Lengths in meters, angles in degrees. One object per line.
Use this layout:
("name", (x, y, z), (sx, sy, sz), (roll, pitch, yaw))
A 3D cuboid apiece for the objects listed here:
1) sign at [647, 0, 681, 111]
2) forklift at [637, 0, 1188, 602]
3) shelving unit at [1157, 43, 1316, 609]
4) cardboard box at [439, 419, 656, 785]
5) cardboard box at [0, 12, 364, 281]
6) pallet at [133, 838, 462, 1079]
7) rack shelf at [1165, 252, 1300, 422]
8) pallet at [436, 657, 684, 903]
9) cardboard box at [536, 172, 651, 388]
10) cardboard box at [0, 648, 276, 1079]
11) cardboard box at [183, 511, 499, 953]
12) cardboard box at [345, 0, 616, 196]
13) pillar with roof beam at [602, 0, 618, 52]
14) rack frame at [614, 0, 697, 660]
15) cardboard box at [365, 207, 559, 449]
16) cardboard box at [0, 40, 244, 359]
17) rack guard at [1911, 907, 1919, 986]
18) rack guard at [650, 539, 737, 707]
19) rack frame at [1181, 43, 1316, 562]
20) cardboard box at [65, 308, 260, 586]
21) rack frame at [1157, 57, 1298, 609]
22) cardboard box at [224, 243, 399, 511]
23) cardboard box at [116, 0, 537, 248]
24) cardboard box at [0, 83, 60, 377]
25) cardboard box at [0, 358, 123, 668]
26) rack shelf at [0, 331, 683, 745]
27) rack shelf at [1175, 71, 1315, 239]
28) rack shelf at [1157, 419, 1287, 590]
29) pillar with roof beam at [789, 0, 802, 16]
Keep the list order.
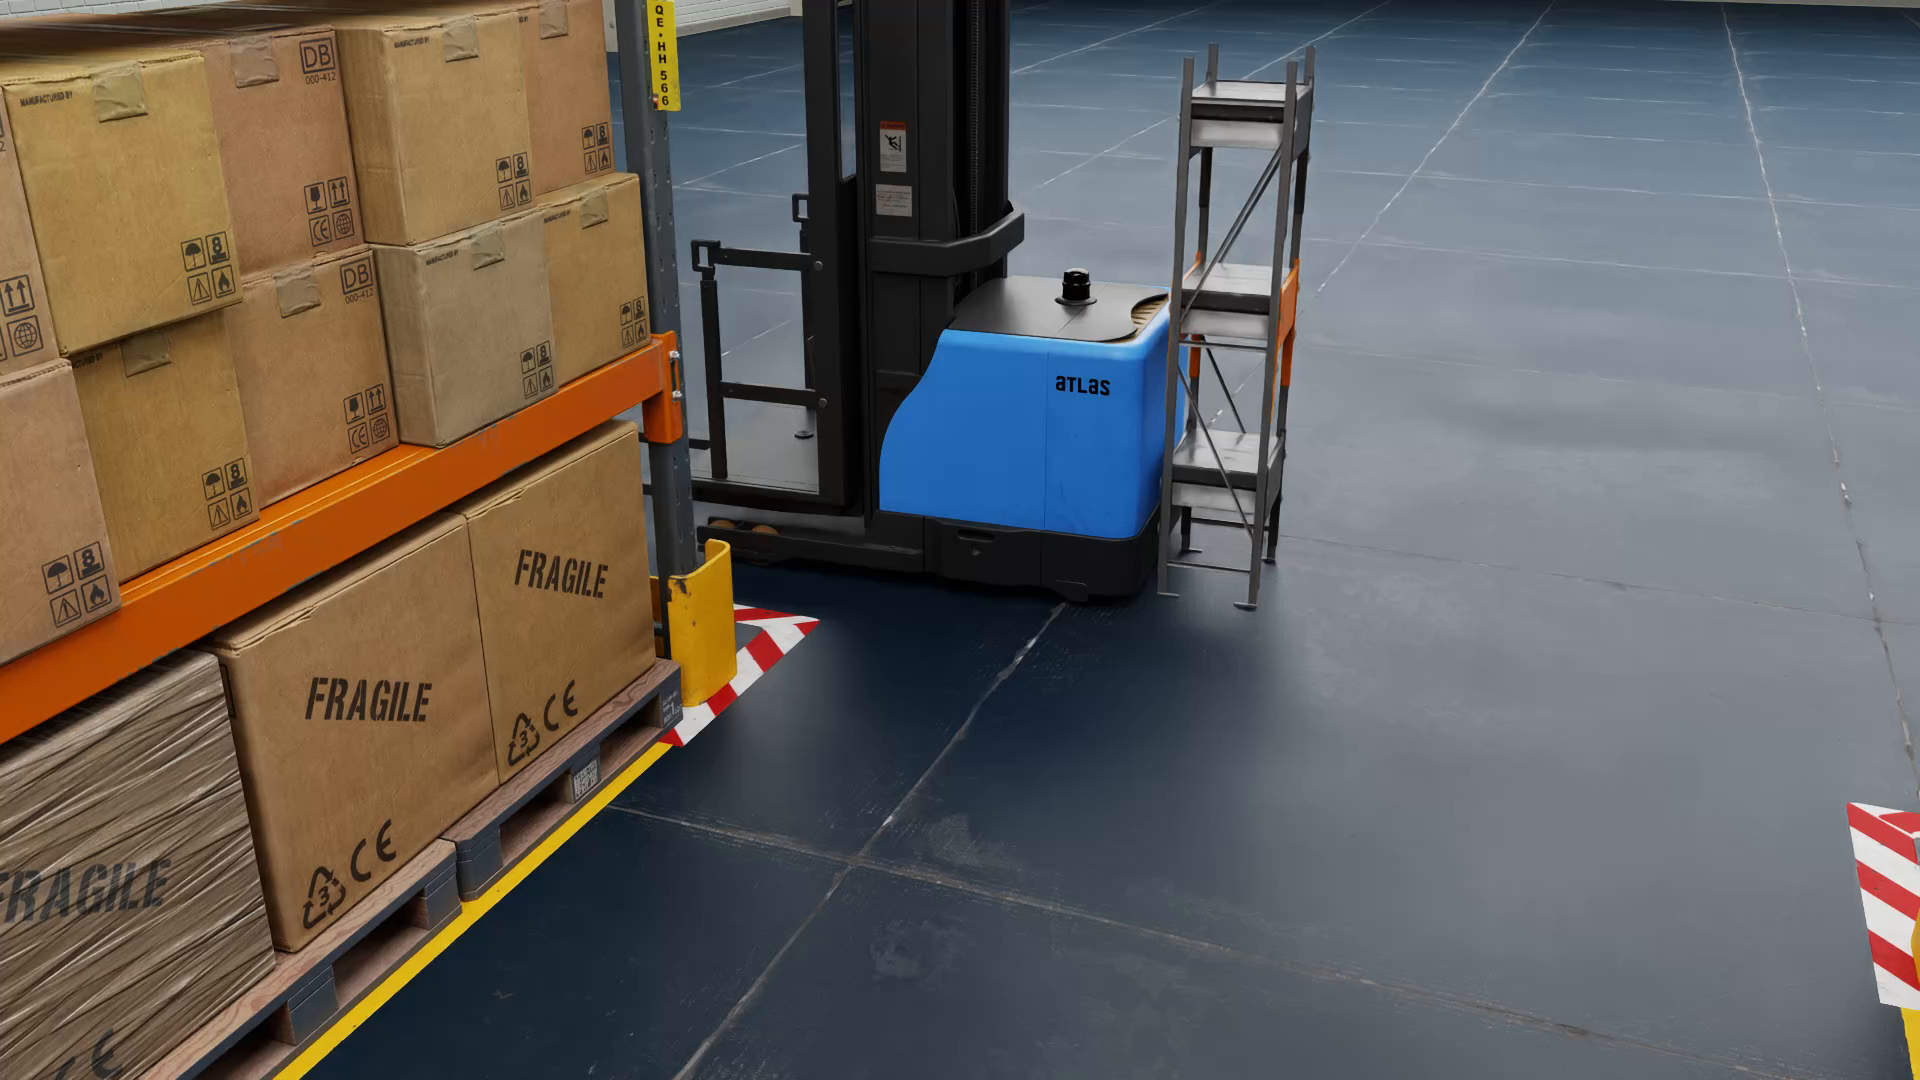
("sign", (-0.912, -1.486, 5.105), (0.100, 0.325, 0.005), (9, 24, 20))
("forklift", (-0.594, -1.429, 6.867), (3.031, 2.935, 1.130), (7, 24, 17))
("shelving unit", (1.064, -0.812, 6.471), (0.431, 2.100, 0.503), (7, 24, 17))
("cardboard box", (-1.601, 0.114, 5.297), (0.875, 0.875, 0.875), (9, 24, 20))
("cardboard box", (-2.037, -0.974, 4.094), (0.875, 0.550, 0.550), (9, 24, 20))
("pallet", (-2.090, 1.094, 4.356), (1.003, 0.211, 1.213), (9, 24, 20))
("rack shelf", (1.064, -0.800, 6.476), (0.431, 0.518, 0.480), (7, 24, 17))
("pallet", (-1.635, 0.659, 5.398), (1.003, 0.211, 1.213), (9, 24, 20))
("cardboard box", (-1.507, -0.855, 5.210), (0.875, 0.550, 0.550), (9, 24, 20))
("cardboard box", (-2.267, 0.755, 3.762), (0.875, 0.875, 0.875), (9, 24, 20))
("cardboard box", (-1.926, 0.429, 4.542), (0.875, 0.875, 0.875), (8, 24, 19))
("cardboard box", (-1.585, -1.365, 5.030), (0.875, 0.550, 0.550), (9, 24, 20))
("pillar with roof beam", (-1.067, -10.780, 21.382), (9.100, 9.000, 0.400), (9, 24, 20))
("rack frame", (-1.411, -0.925, 5.572), (1.000, 3.000, 0.127), (9, 24, 20))
("cardboard box", (-1.691, -0.655, 4.731), (0.875, 0.550, 0.550), (9, 24, 20))
("cardboard box", (-2.114, -0.766, 3.596), (0.875, 0.550, 0.500), (9, 24, 20))
("rack guard", (3.129, 1.002, 4.202), (1.175, 0.500, 0.348), (9, 24, 20))
("rack guard", (-1.402, 0.220, 6.074), (1.175, 0.500, 0.348), (9, 24, 20))
("rack frame", (1.141, -0.902, 6.684), (0.400, 2.100, 0.015), (7, 24, 17))
("cardboard box", (-2.174, -0.277, 3.826), (0.875, 0.550, 0.500), (9, 24, 20))
("rack frame", (0.987, -0.723, 6.257), (0.400, 2.100, 0.015), (7, 24, 17))
("cardboard box", (-2.015, -0.472, 4.294), (0.875, 0.550, 0.550), (9, 24, 20))
("cardboard box", (-1.703, -1.155, 4.528), (0.875, 0.550, 0.550), (9, 24, 20))
("cardboard box", (-2.303, -0.575, 3.139), (0.875, 0.550, 0.550), (9, 24, 20))
("cardboard box", (-2.278, -0.073, 3.338), (0.875, 0.550, 0.550), (9, 24, 20))
("rack shelf", (-2.154, 0.123, 3.997), (1.077, 0.370, 4.000), (9, 24, 20))
("rack shelf", (1.064, -1.446, 6.206), (0.431, 0.518, 0.480), (7, 24, 17))
("rack shelf", (1.064, -0.154, 6.746), (0.431, 0.518, 0.480), (7, 24, 17))
("pillar with roof beam", (1.162, -12.927, 26.522), (9.100, 9.000, 0.400), (9, 24, 20))
